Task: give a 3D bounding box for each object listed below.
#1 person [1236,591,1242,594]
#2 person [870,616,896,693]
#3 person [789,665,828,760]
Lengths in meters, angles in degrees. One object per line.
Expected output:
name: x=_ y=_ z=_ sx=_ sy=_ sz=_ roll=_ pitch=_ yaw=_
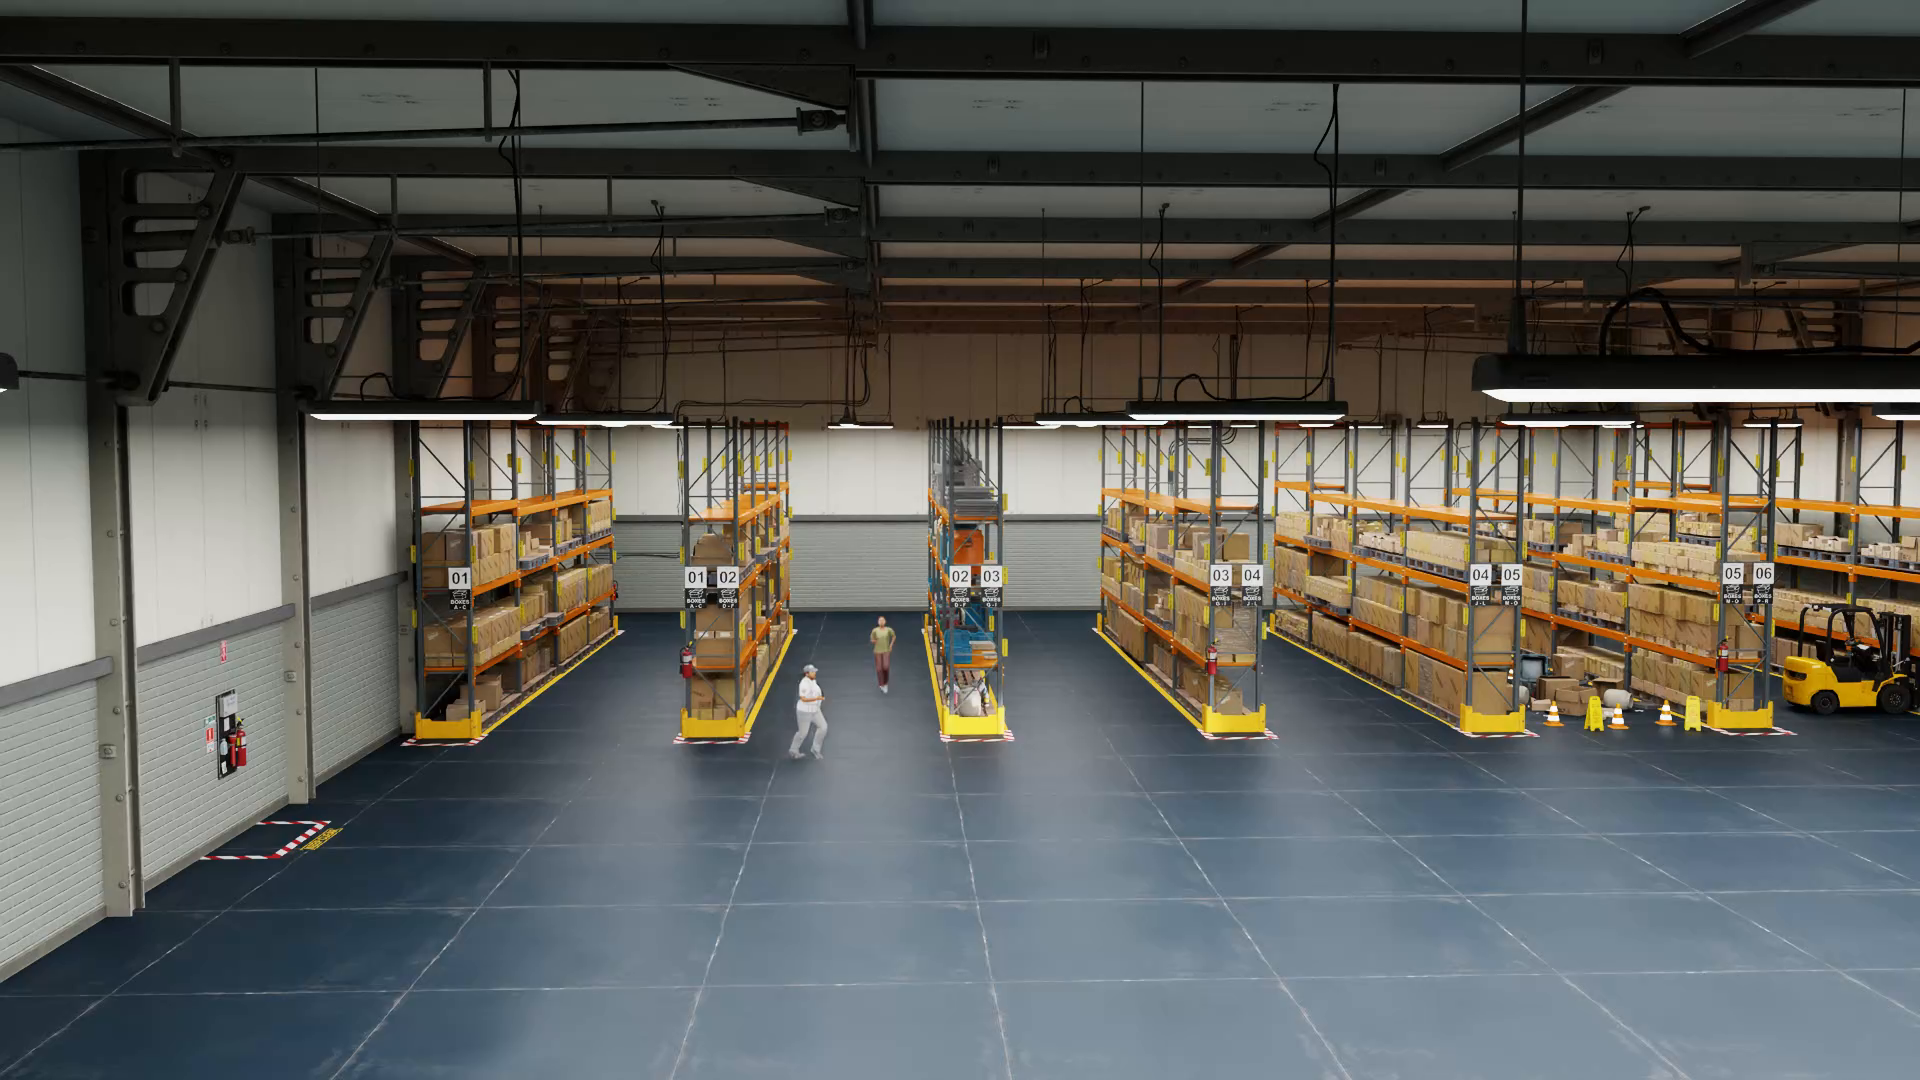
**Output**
person: x=7.775 y=1.897 z=46.384 sx=0.533 sy=1.627 sz=0.665 roll=0 pitch=4 yaw=-1
person: x=-1.708 y=2.509 z=36.569 sx=0.559 sy=1.695 sz=0.641 roll=0 pitch=4 yaw=2
person: x=-2.622 y=3.015 z=28.968 sx=0.759 sy=1.705 sz=0.554 roll=2 pitch=4 yaw=27
